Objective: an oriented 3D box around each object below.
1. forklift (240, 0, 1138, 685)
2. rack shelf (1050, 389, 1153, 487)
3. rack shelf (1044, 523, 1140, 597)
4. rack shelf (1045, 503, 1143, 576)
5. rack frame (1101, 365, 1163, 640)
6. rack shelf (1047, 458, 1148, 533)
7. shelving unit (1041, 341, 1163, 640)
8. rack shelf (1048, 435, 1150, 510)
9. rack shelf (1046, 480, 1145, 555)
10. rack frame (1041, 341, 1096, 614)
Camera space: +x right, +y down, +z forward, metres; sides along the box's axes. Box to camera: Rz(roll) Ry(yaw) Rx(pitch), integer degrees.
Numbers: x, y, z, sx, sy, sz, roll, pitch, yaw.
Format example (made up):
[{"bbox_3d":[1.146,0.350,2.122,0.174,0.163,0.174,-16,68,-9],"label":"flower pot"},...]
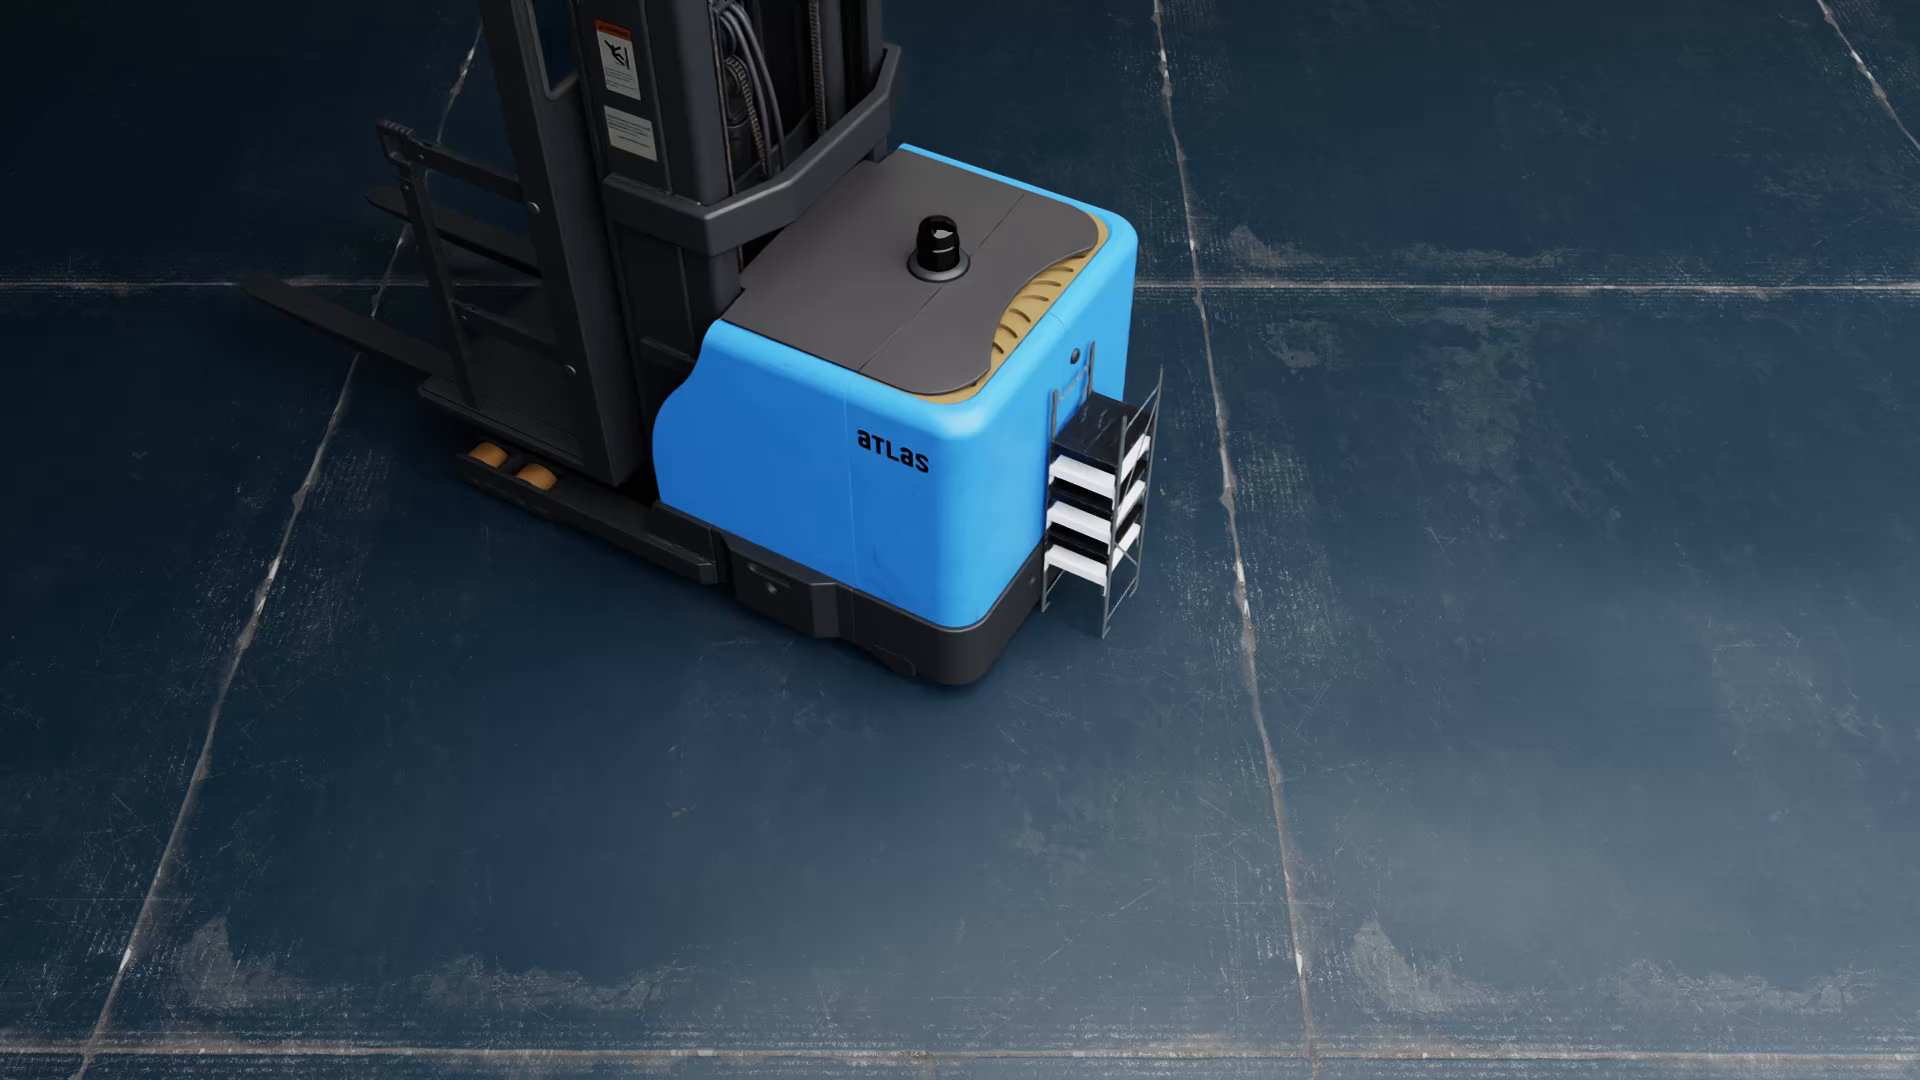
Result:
[{"bbox_3d":[-1.025,-1.390,4.542,3.031,2.935,1.130,23,51,20],"label":"forklift"},{"bbox_3d":[0.395,-0.283,4.575,0.200,0.077,0.258,23,51,20],"label":"rack shelf"},{"bbox_3d":[0.395,0.023,4.905,0.200,0.077,0.258,23,51,20],"label":"rack shelf"},{"bbox_3d":[0.395,-0.038,4.839,0.200,0.077,0.258,23,51,20],"label":"rack shelf"},{"bbox_3d":[0.483,-0.085,4.714,0.006,0.900,0.240,23,51,20],"label":"rack frame"},{"bbox_3d":[0.395,-0.160,4.707,0.200,0.077,0.258,23,51,20],"label":"rack shelf"},{"bbox_3d":[0.395,-0.122,4.749,0.210,0.900,0.258,23,51,20],"label":"shelving unit"},{"bbox_3d":[0.395,-0.222,4.641,0.200,0.077,0.258,23,51,20],"label":"rack shelf"},{"bbox_3d":[0.395,-0.099,4.773,0.200,0.077,0.258,23,51,20],"label":"rack shelf"},{"bbox_3d":[0.307,-0.159,4.783,0.006,0.900,0.240,23,51,20],"label":"rack frame"}]
